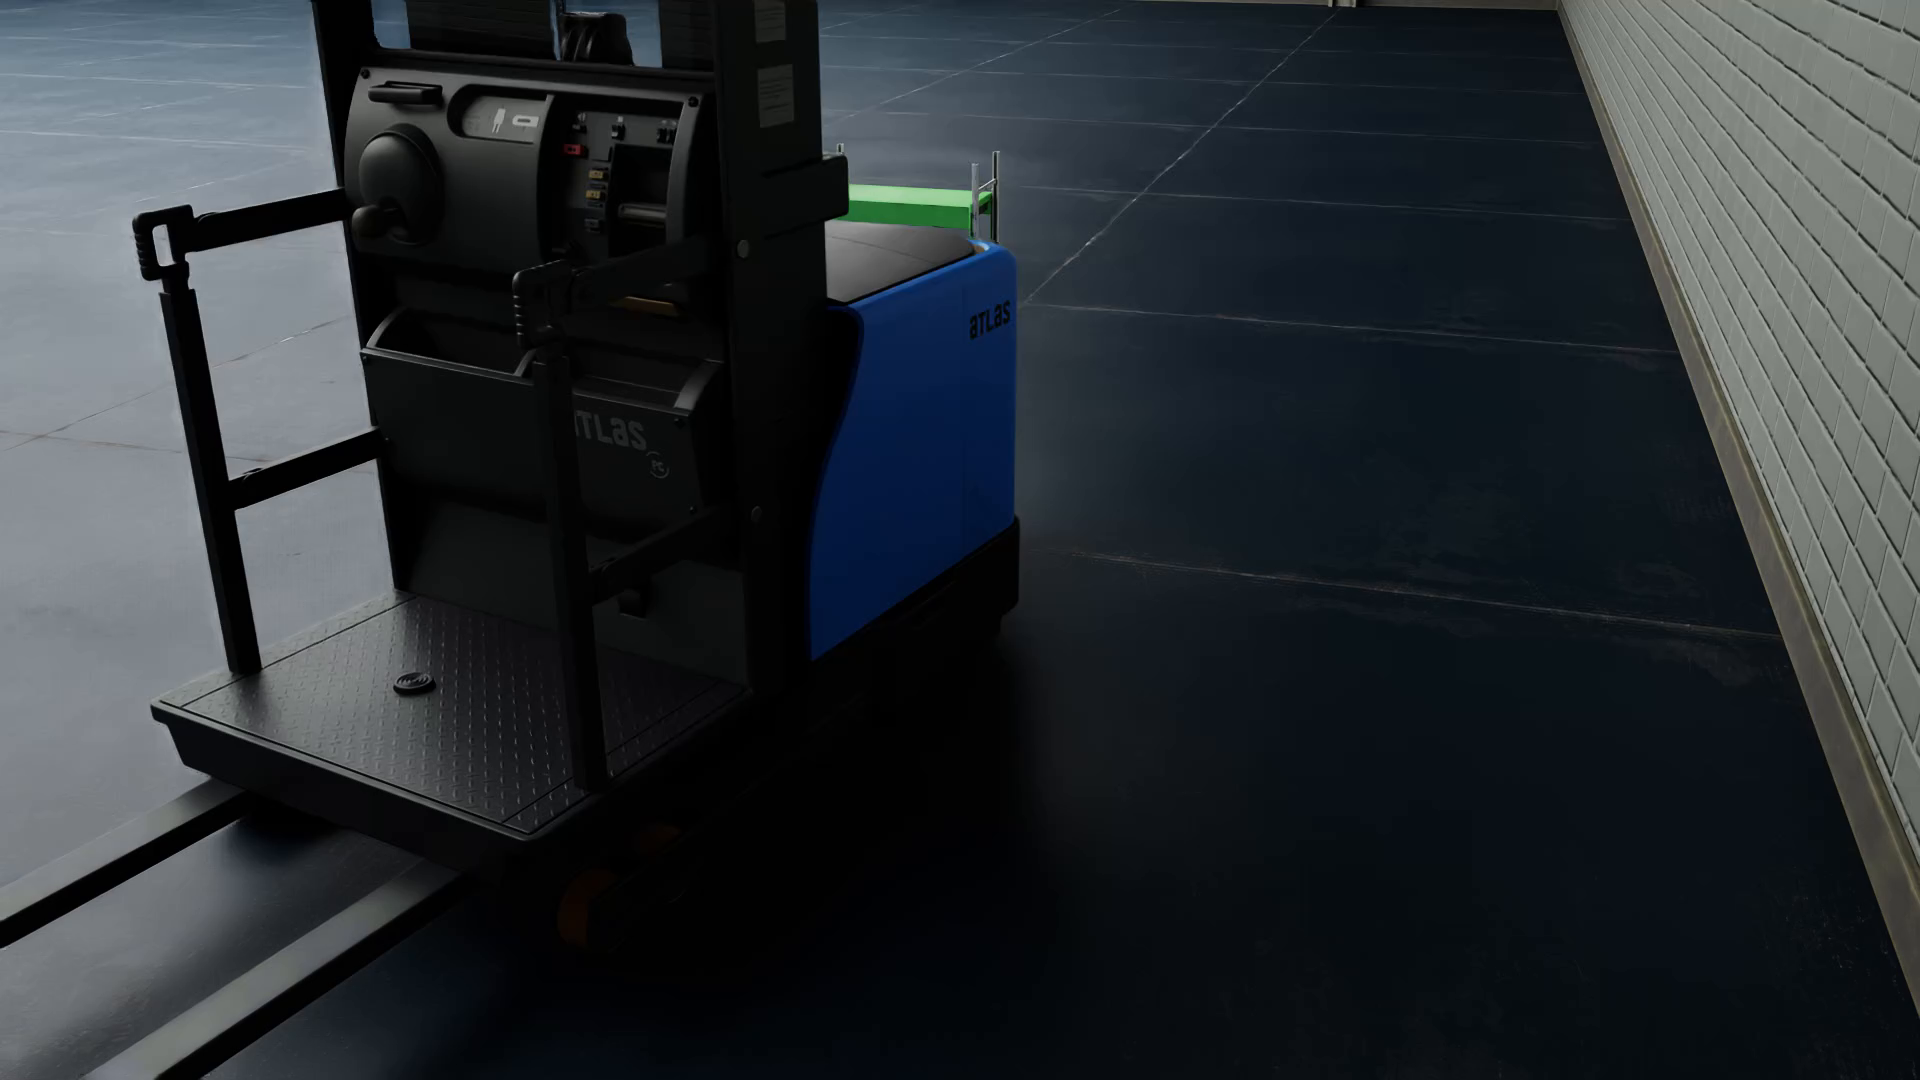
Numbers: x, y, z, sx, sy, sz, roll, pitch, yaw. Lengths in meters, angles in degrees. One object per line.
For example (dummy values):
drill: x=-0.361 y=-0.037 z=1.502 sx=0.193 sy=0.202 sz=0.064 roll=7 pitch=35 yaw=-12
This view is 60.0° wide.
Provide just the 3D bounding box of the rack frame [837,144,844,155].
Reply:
rack frame: x=-0.392 y=-0.600 z=5.152 sx=0.015 sy=1.200 sz=0.240 roll=7 pitch=23 yaw=16

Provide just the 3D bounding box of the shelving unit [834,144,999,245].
shelving unit: x=-0.158 y=-0.573 z=5.087 sx=0.503 sy=1.200 sz=0.258 roll=7 pitch=23 yaw=16

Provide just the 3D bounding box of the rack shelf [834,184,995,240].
rack shelf: x=-0.158 y=-0.958 z=4.929 sx=0.480 sy=0.148 sz=0.258 roll=7 pitch=23 yaw=16

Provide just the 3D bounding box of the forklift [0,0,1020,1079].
forklift: x=-1.005 y=-0.738 z=3.206 sx=1.130 sy=2.935 sz=3.031 roll=12 pitch=25 yaw=27

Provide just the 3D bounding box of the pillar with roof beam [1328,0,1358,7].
pillar with roof beam: x=4.353 y=-10.403 z=18.773 sx=0.400 sy=9.000 sz=9.100 roll=7 pitch=23 yaw=16

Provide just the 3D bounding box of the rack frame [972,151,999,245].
rack frame: x=0.075 y=-0.547 z=5.021 sx=0.015 sy=1.200 sz=0.240 roll=7 pitch=23 yaw=16
